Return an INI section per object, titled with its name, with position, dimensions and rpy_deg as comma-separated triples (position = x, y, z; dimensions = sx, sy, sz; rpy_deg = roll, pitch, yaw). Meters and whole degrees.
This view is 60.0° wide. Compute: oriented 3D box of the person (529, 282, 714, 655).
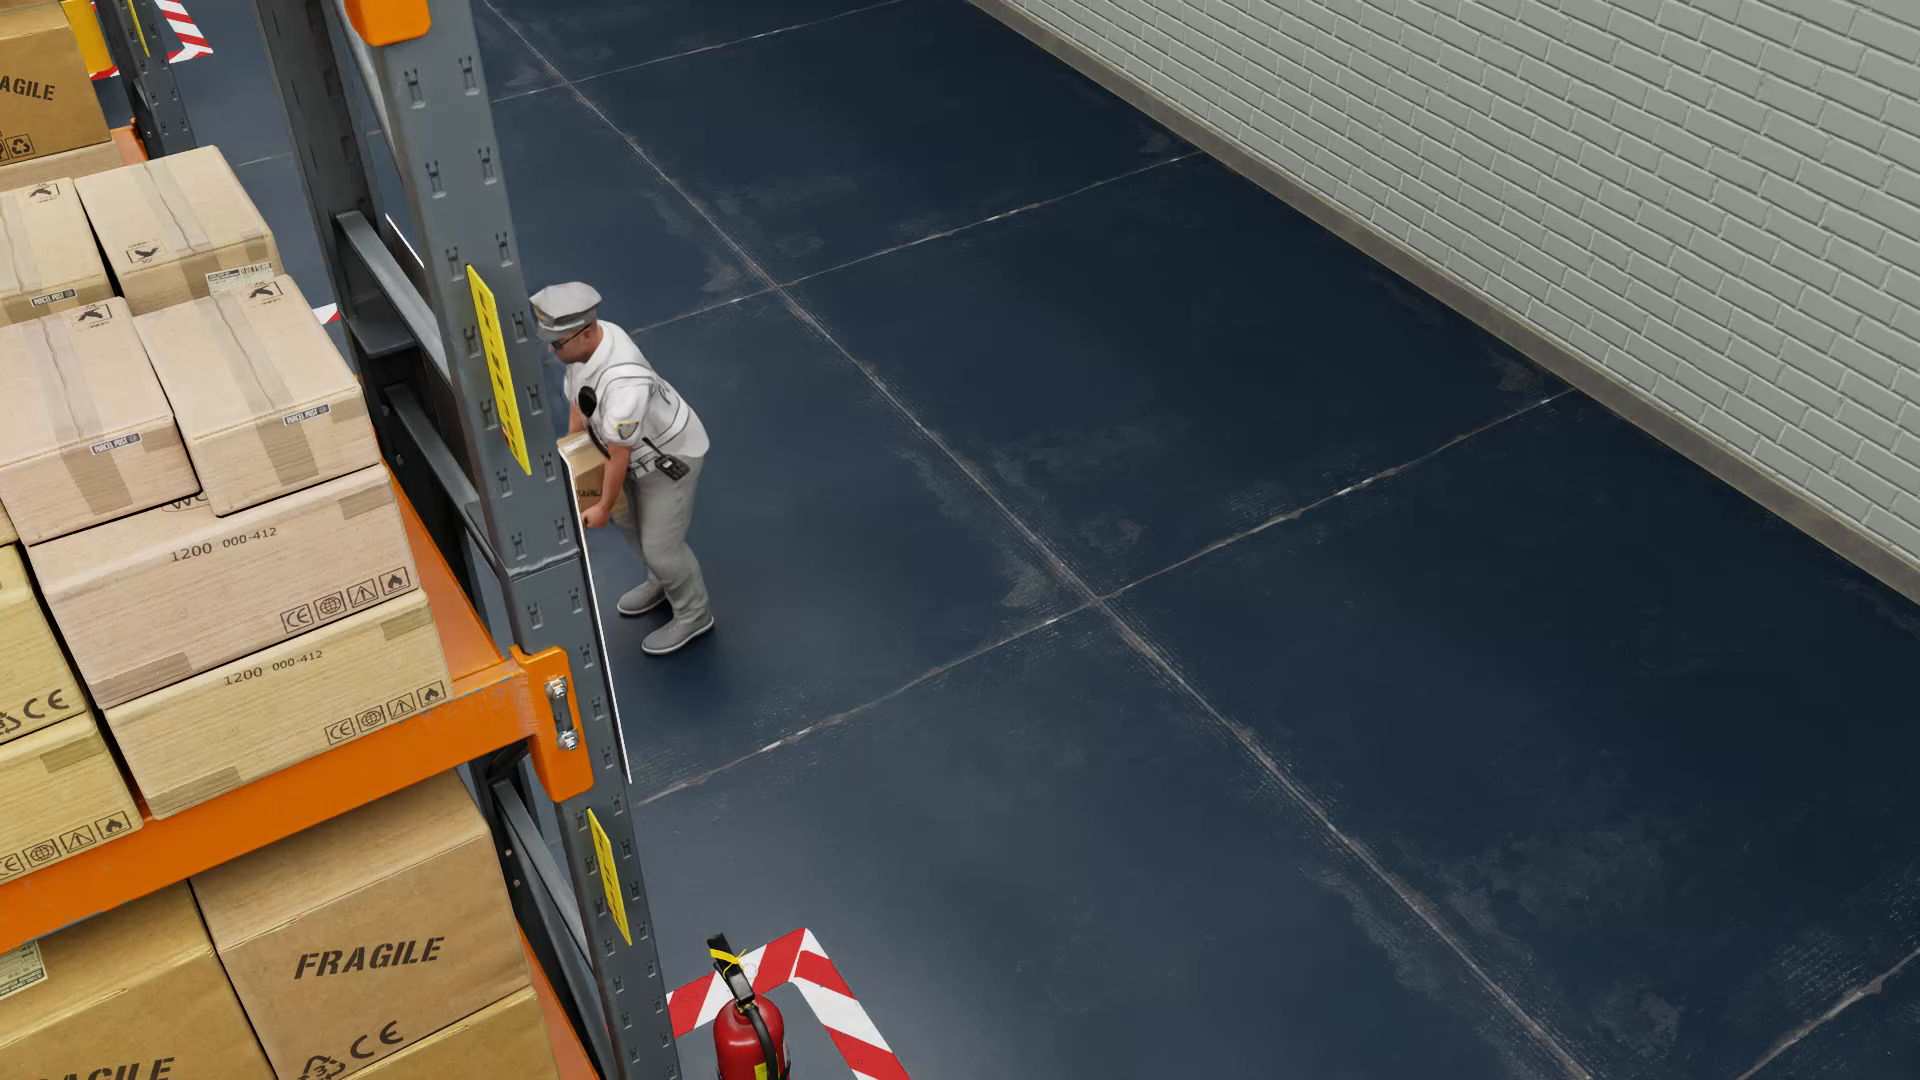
[person]
position = -1.293, -0.286, 6.531
dimensions = 0.615, 1.704, 0.475
rpy_deg = -23, 46, -25
